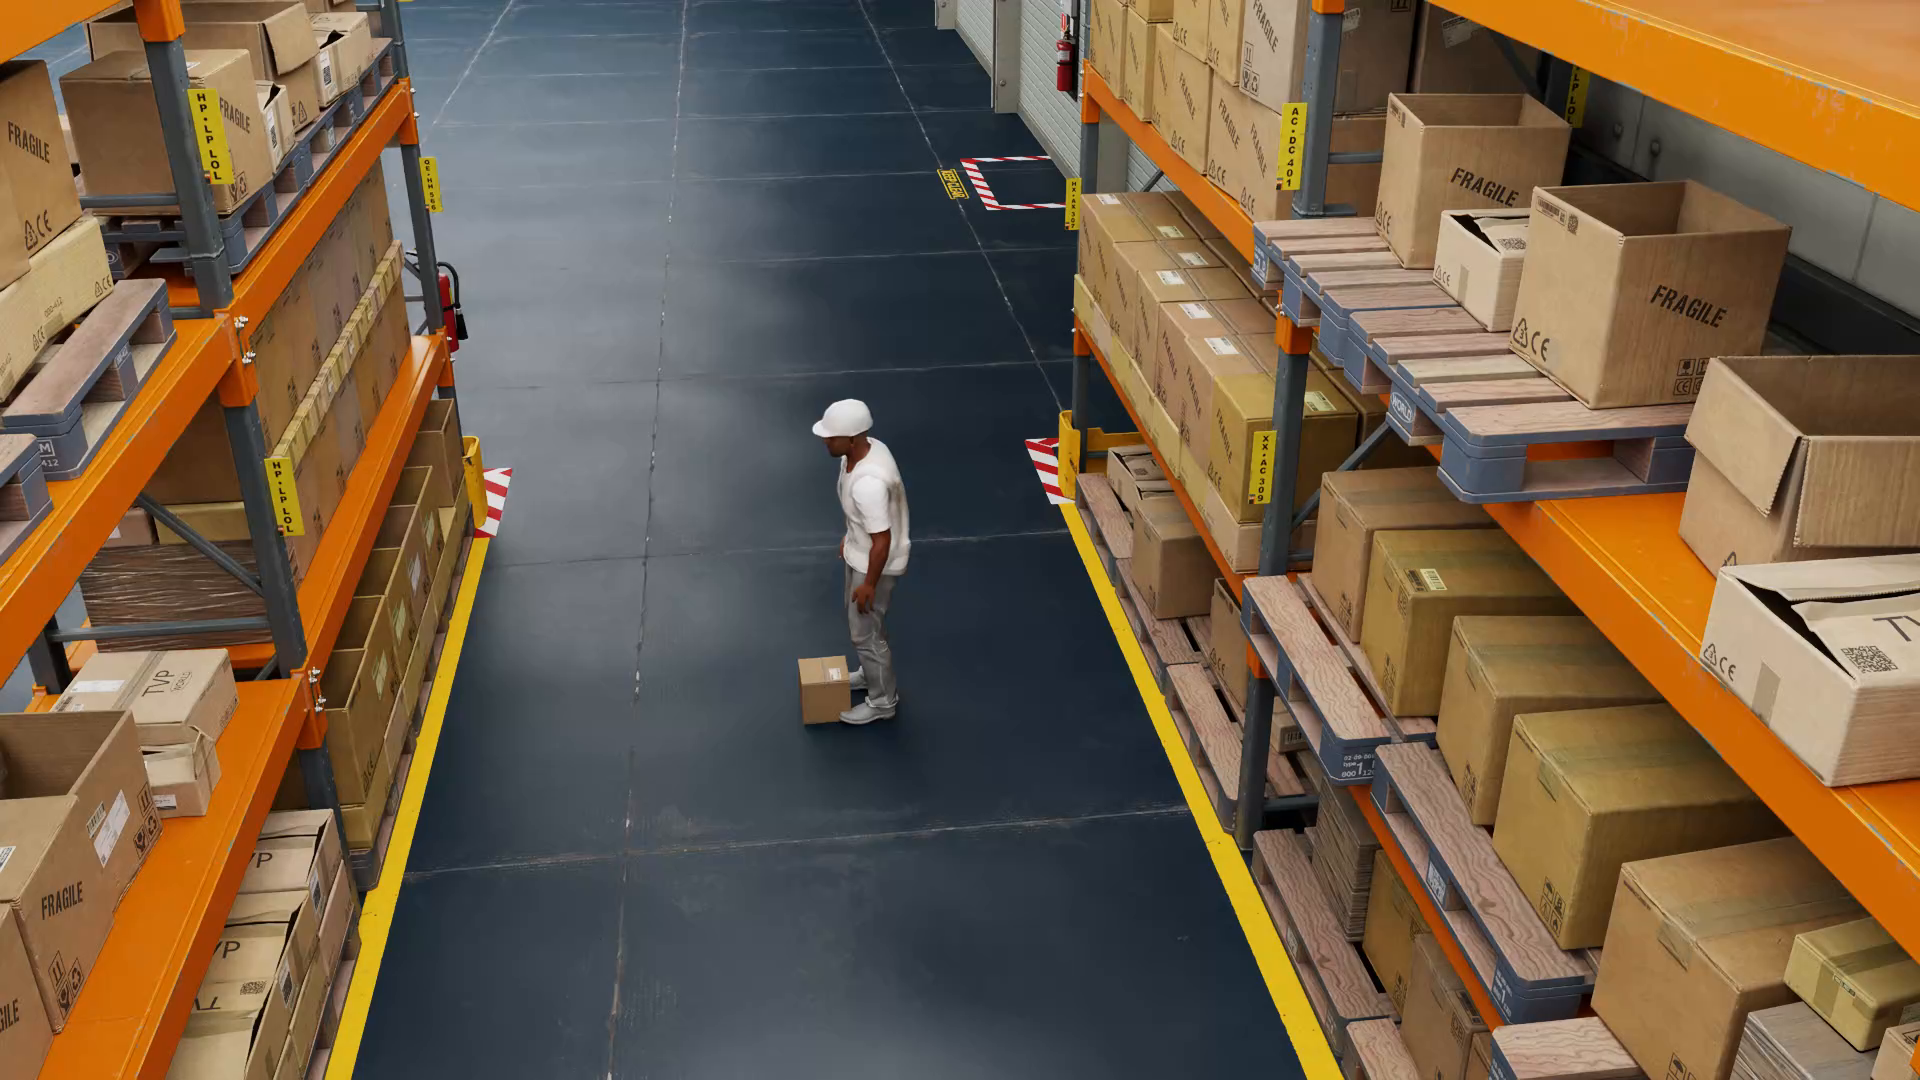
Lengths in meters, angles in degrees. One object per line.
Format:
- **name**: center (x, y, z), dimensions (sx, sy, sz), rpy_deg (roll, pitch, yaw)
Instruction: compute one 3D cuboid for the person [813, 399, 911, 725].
- **person**: center (-0.488, 0.097, 8.406), dimensions (0.459, 1.761, 0.638), rpy_deg (-4, 27, -9)
